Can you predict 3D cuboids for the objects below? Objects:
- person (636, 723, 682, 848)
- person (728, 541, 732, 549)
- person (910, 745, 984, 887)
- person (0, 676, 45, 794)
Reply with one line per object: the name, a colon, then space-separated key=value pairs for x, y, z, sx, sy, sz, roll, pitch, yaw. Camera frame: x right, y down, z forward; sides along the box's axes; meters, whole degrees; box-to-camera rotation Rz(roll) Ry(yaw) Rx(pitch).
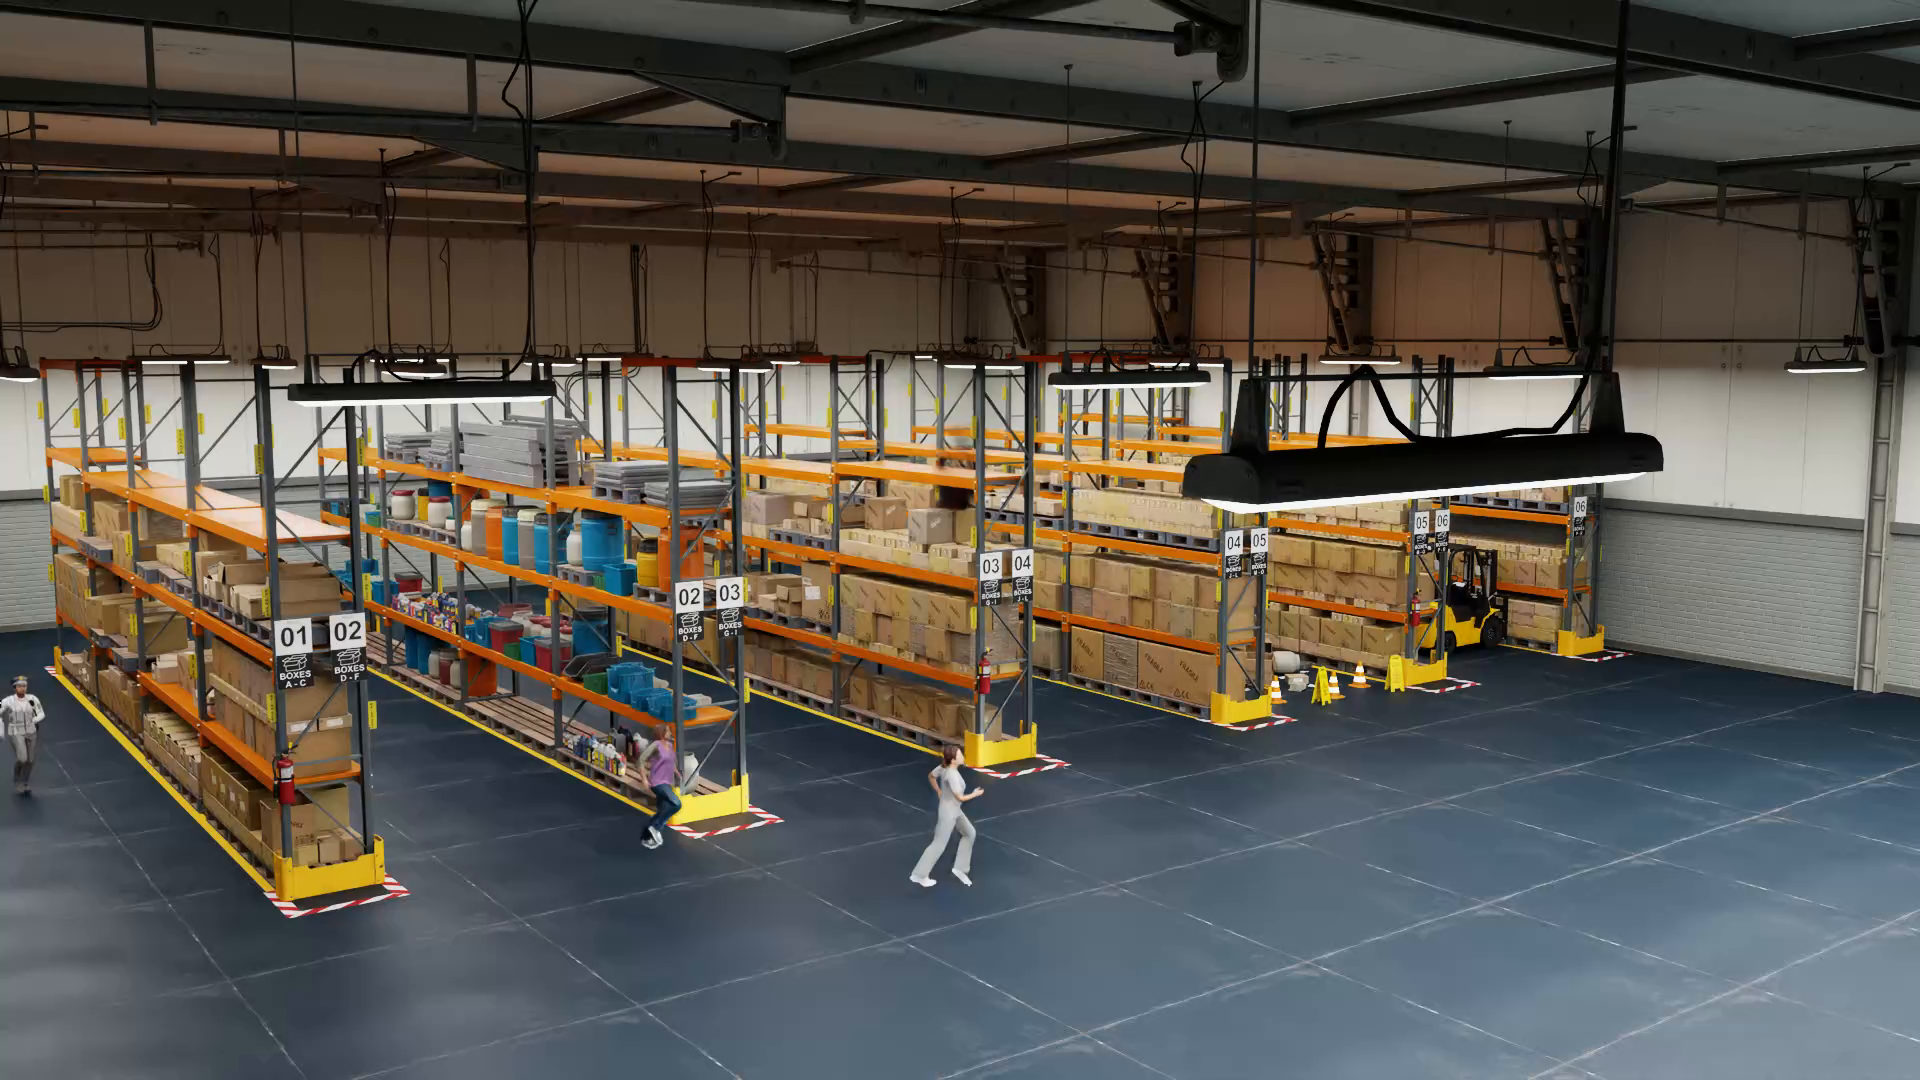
person: x=-3.710 y=3.067 z=20.843 sx=0.560 sy=1.534 sz=0.548 roll=2 pitch=7 yaw=17
person: x=-5.226 y=0.875 z=38.281 sx=0.661 sy=1.773 sz=0.650 roll=-5 pitch=9 yaw=-38
person: x=-0.158 y=3.203 z=19.238 sx=0.876 sy=1.696 sz=0.570 roll=-1 pitch=7 yaw=-7
person: x=-13.054 y=2.714 z=23.168 sx=0.641 sy=1.666 sz=0.586 roll=6 pitch=9 yaw=41
